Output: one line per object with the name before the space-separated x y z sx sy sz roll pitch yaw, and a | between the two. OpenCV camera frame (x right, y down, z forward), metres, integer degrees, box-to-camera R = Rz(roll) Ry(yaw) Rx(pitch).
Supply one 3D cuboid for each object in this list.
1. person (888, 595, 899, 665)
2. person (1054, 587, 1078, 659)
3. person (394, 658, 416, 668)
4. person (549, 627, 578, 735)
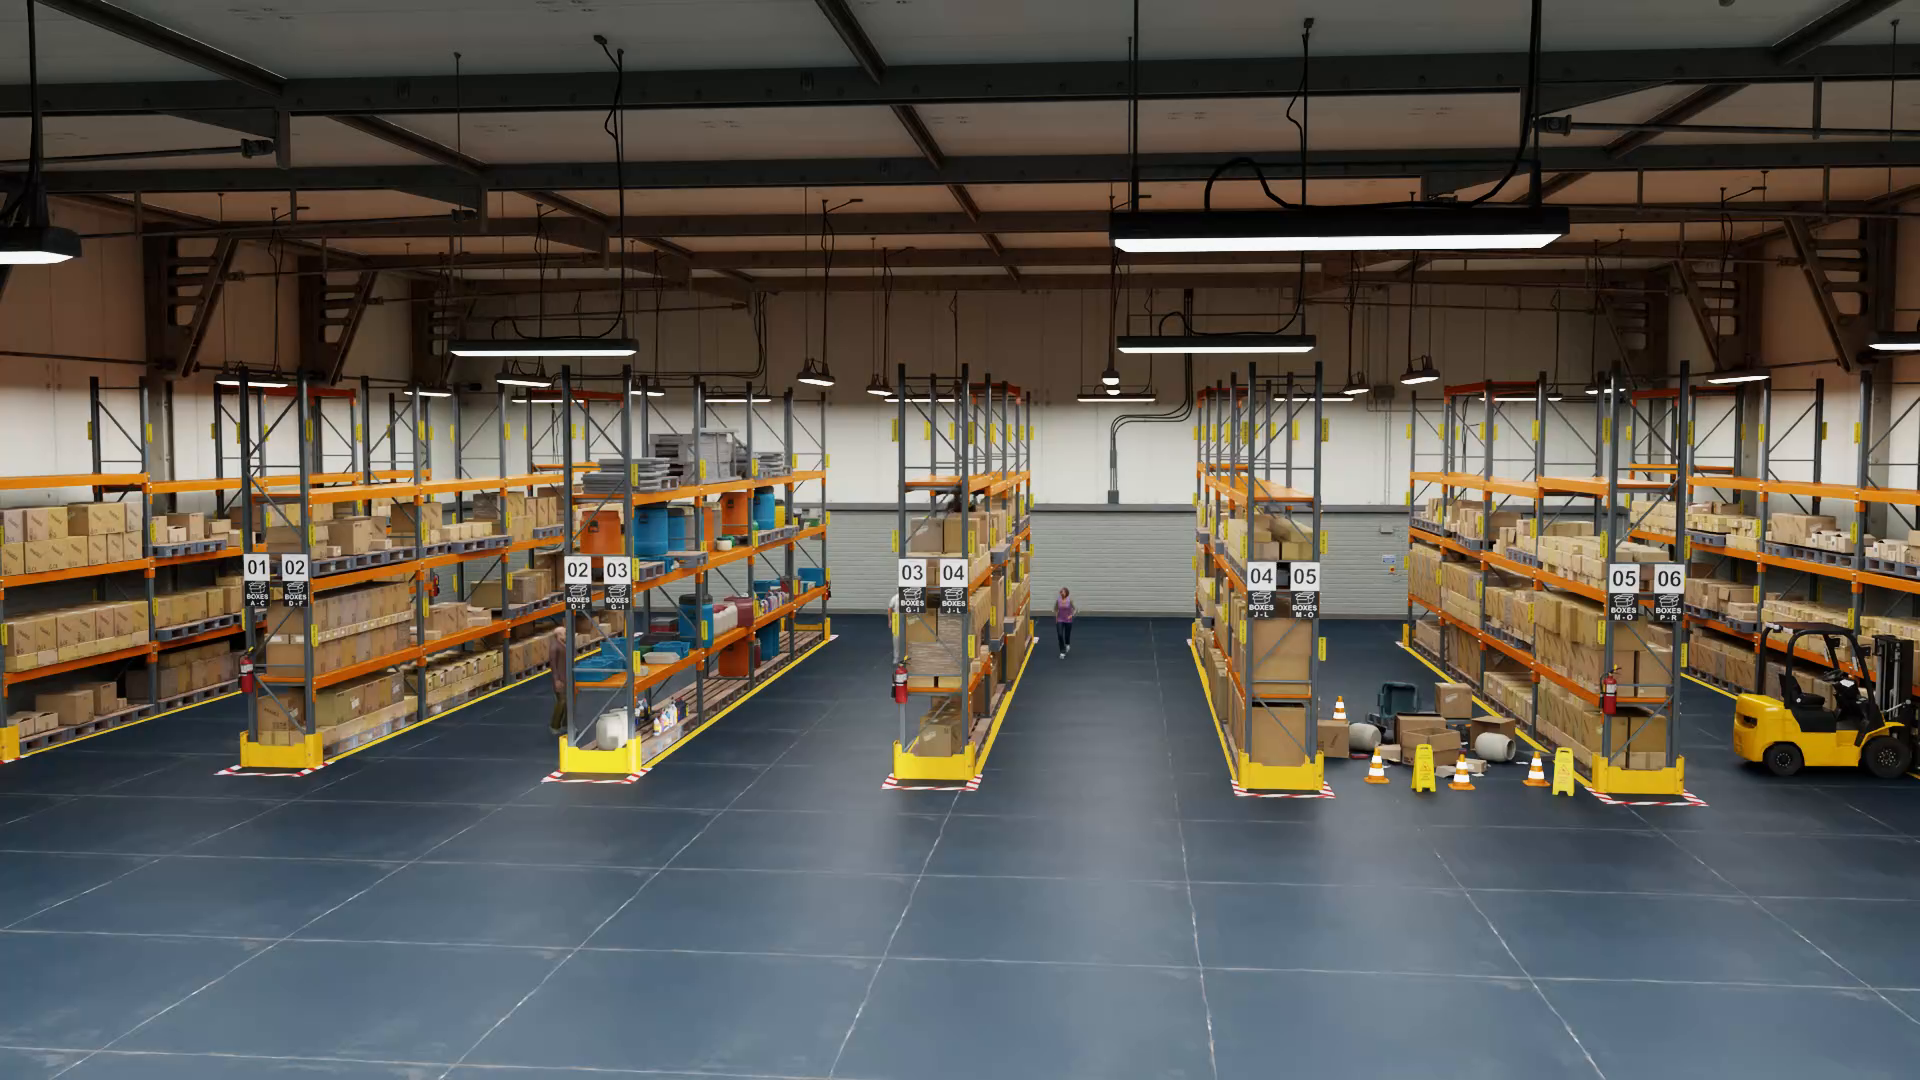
person | -1.263 1.813 36.395 0.655 1.770 0.995 0 4 5
person | 2.364 1.845 37.239 0.547 1.589 0.648 1 4 8
person | -11.118 1.999 33.108 0.571 1.772 0.547 -1 4 -16
person | -6.606 2.382 27.881 0.477 1.861 0.632 2 4 29
